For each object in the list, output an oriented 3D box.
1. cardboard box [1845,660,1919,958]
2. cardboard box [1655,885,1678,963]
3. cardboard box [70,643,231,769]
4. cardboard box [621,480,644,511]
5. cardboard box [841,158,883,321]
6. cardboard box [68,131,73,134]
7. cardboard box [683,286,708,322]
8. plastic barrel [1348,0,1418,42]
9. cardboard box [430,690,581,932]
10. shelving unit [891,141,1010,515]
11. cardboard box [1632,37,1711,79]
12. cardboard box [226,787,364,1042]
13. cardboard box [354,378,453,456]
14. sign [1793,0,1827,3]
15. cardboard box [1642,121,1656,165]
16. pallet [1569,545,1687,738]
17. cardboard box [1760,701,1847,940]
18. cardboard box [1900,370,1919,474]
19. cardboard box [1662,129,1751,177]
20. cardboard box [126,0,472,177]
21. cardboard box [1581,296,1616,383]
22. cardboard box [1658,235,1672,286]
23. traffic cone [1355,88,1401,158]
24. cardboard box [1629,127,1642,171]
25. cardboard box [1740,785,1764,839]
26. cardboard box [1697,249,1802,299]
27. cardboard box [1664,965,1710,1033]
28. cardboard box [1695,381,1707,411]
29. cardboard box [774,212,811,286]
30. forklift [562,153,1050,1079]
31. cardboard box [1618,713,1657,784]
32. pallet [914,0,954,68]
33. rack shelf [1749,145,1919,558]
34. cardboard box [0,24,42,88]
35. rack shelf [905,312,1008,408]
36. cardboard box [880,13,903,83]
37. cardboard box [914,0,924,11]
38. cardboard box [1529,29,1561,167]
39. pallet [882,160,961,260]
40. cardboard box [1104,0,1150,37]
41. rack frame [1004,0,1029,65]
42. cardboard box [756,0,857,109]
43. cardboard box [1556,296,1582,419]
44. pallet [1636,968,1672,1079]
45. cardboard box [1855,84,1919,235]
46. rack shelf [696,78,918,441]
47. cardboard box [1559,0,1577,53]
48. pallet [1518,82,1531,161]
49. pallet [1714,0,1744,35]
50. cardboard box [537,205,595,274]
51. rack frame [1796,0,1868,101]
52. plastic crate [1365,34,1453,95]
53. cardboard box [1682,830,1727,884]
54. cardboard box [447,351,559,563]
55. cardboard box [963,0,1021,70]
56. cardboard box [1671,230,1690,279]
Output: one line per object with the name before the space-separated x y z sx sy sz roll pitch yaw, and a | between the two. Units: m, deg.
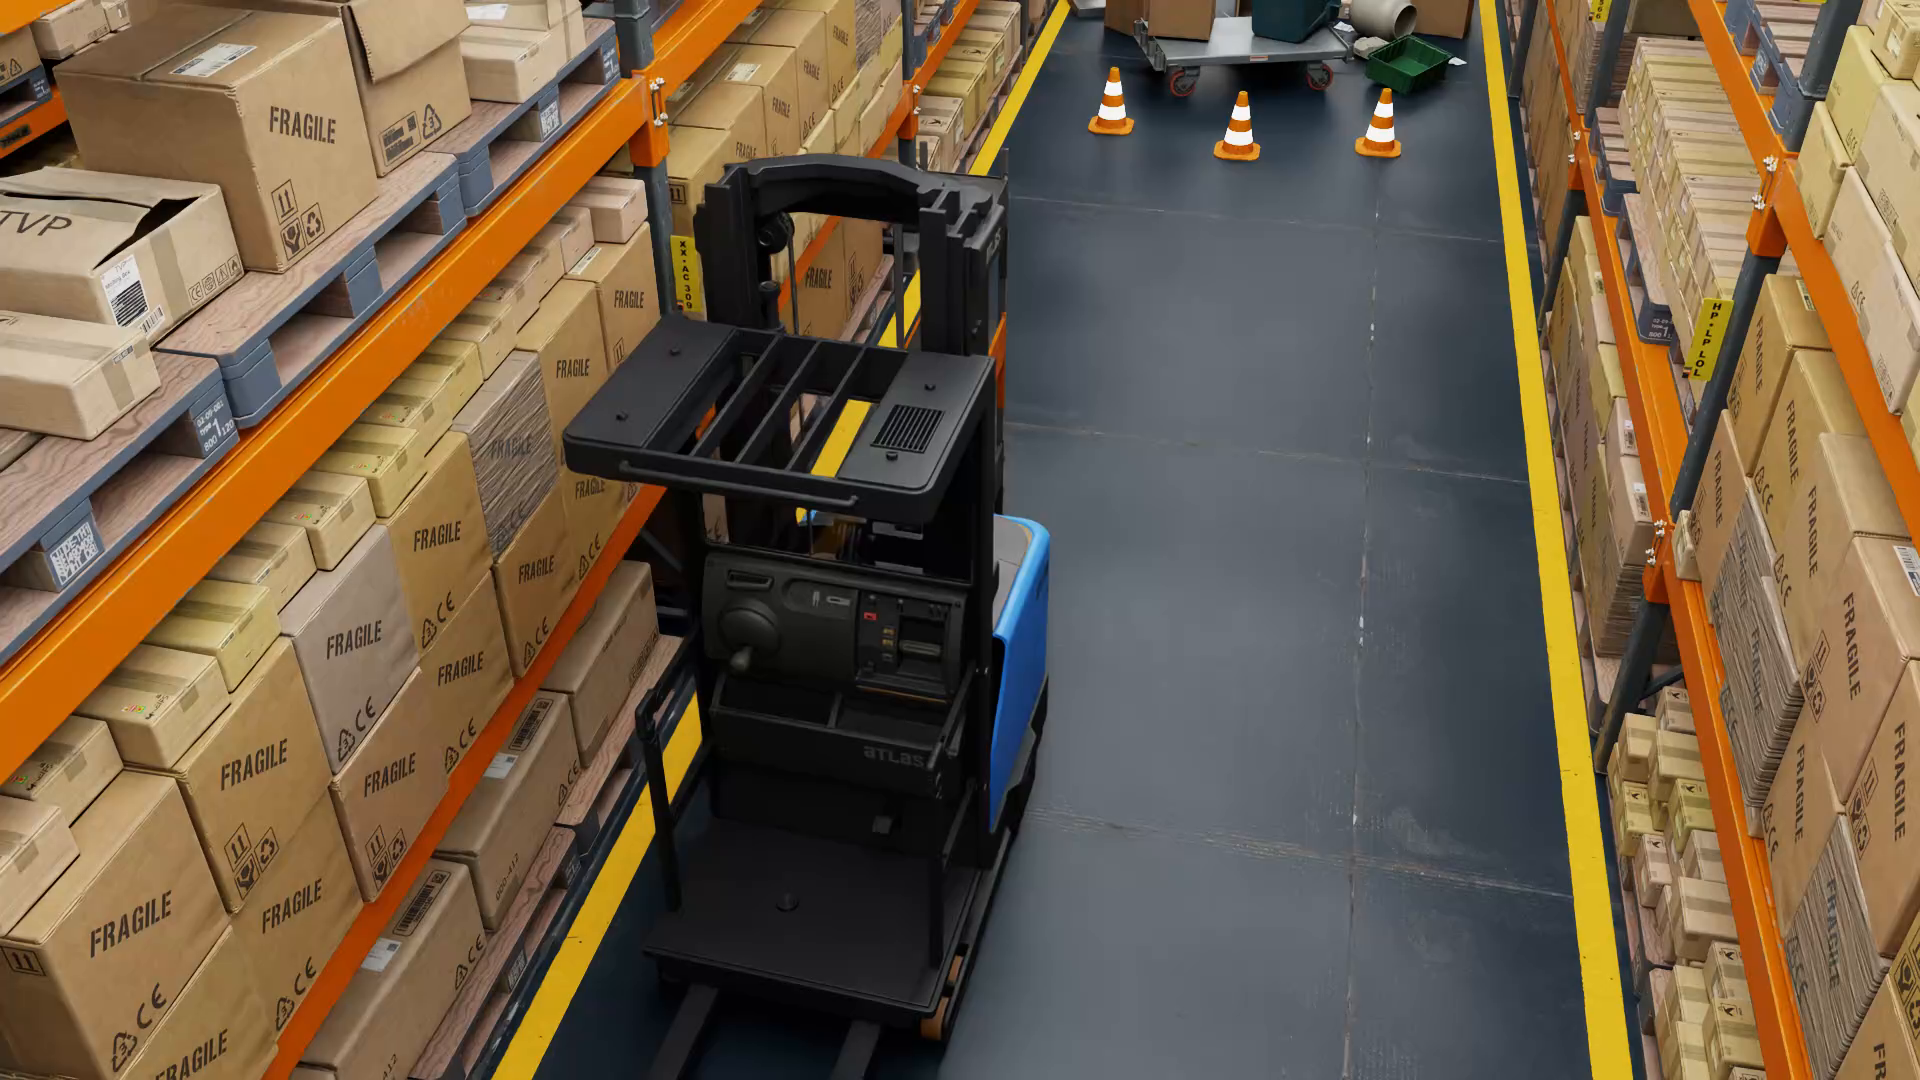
cardboard box | 2.436 0.663 3.858 0.500 0.500 0.500 9 37 12
cardboard box | 2.769 1.425 6.069 0.380 0.149 0.250 7 36 9
cardboard box | -1.986 0.379 3.951 0.380 0.149 0.250 8 37 11
cardboard box | -1.482 -0.486 6.549 0.500 0.500 0.500 8 37 10
cardboard box | -1.007 -1.961 10.122 0.875 0.875 0.875 7 37 10
cardboard box | -5.514 -2.602 10.774 0.380 0.149 0.250 6 36 8
cardboard box | -1.263 -1.102 7.186 0.500 0.250 0.500 6 36 9
plastic barrel | 3.678 -4.567 14.461 0.421 0.421 0.512 -24 42 -30
cardboard box | -2.062 0.984 6.432 0.875 0.438 0.875 6 36 9
shelving unit | -0.035 -0.755 7.773 0.431 2.100 0.503 7 37 10
cardboard box | 3.791 -2.540 8.818 0.380 0.149 0.250 7 37 10
cardboard box | -2.023 0.977 4.531 0.500 0.500 0.500 7 36 9
cardboard box | -1.760 -0.367 4.981 0.380 0.149 0.250 7 37 10
sign | 2.682 -1.832 5.159 0.100 0.325 0.005 7 37 10
cardboard box | 3.617 -1.957 8.267 0.380 0.149 0.250 7 37 10
pallet | 3.390 0.502 7.648 1.003 0.211 1.213 7 37 10
cardboard box | 2.546 0.790 4.535 0.500 0.500 0.500 9 37 12
cardboard box | 2.525 -0.219 3.838 0.500 0.250 0.500 9 37 12
cardboard box | 3.512 -1.789 7.782 0.380 0.149 0.250 8 37 11
cardboard box | -1.889 -1.433 4.854 0.797 0.503 0.637 10 37 14
cardboard box | 3.469 -0.998 8.474 0.500 0.250 0.500 8 37 10
cardboard box | 3.392 -1.249 7.544 0.380 0.149 0.250 9 37 12
traffic cone | 3.172 -3.161 12.487 0.336 0.463 0.334 7 37 10
cardboard box | 3.672 -2.003 8.584 0.380 0.149 0.250 9 37 12
cardboard box | 2.611 0.803 5.070 0.380 0.149 0.250 9 37 12
cardboard box | 3.234 -1.047 6.758 0.380 0.149 0.250 6 36 8
cardboard box | 2.594 1.597 5.579 0.380 0.149 0.250 7 37 10
cardboard box | 3.116 -0.502 6.513 0.380 0.149 0.250 7 36 9
cardboard box | -1.046 -1.491 8.148 0.500 0.250 0.500 7 37 10
forklift | -0.492 0.368 5.515 1.130 2.935 3.031 9 37 12
cardboard box | 2.835 0.851 6.608 0.380 0.149 0.250 9 37 12
pallet | -0.730 -3.381 10.792 1.213 0.211 1.003 7 37 10
rack shelf | 2.798 0.042 3.963 1.077 0.370 4.000 7 37 10
cardboard box | -5.796 -2.910 9.533 0.797 0.503 0.637 7 36 9
rack shelf | -0.035 -0.744 7.781 0.431 0.518 0.480 7 37 10
cardboard box | -0.633 -2.869 9.624 0.500 0.250 0.500 7 37 10
cardboard box | -0.456 -3.597 10.230 0.500 0.500 0.500 6 36 9
cardboard box | 4.679 -3.107 11.810 1.050 0.750 0.750 7 37 10
pallet | -0.610 -2.355 11.590 1.003 0.211 1.213 7 37 10
cardboard box | 1.635 -4.762 14.663 0.500 0.500 0.500 -24 42 -30
rack frame | 0.076 -5.330 13.318 1.000 3.000 0.127 7 37 10
cardboard box | -0.847 -2.574 8.578 0.500 0.500 0.500 7 37 10
cardboard box | 3.575 -0.970 9.074 0.500 0.500 0.500 8 37 11
pallet | 2.858 2.039 5.527 1.003 0.211 1.213 7 37 10
cardboard box | 2.777 -1.006 4.498 0.500 0.250 0.500 7 37 10
rack shelf | -1.205 -1.599 8.783 1.077 0.370 4.000 7 37 10
cardboard box | 4.128 -3.379 10.541 0.500 0.500 0.500 7 36 9
pallet | 4.843 -3.186 12.737 1.003 0.211 1.213 7 37 10
pallet | 3.679 -2.255 6.679 1.213 0.211 1.003 7 37 10
cardboard box | -1.550 -1.097 5.988 0.380 0.149 0.250 8 37 11
rack frame | 3.225 -2.610 4.453 1.000 3.000 0.127 7 37 10
plastic crate | 3.691 -3.916 13.714 0.450 0.188 0.662 36 48 26
cardboard box | 2.793 1.188 5.889 0.380 0.149 0.250 6 36 9
cardboard box | -1.679 -0.301 5.442 0.500 0.500 0.500 8 37 11
cardboard box | -0.033 -4.135 13.551 0.950 0.372 0.625 8 37 11
cardboard box | 3.339 -1.222 7.253 0.380 0.149 0.250 6 36 8
